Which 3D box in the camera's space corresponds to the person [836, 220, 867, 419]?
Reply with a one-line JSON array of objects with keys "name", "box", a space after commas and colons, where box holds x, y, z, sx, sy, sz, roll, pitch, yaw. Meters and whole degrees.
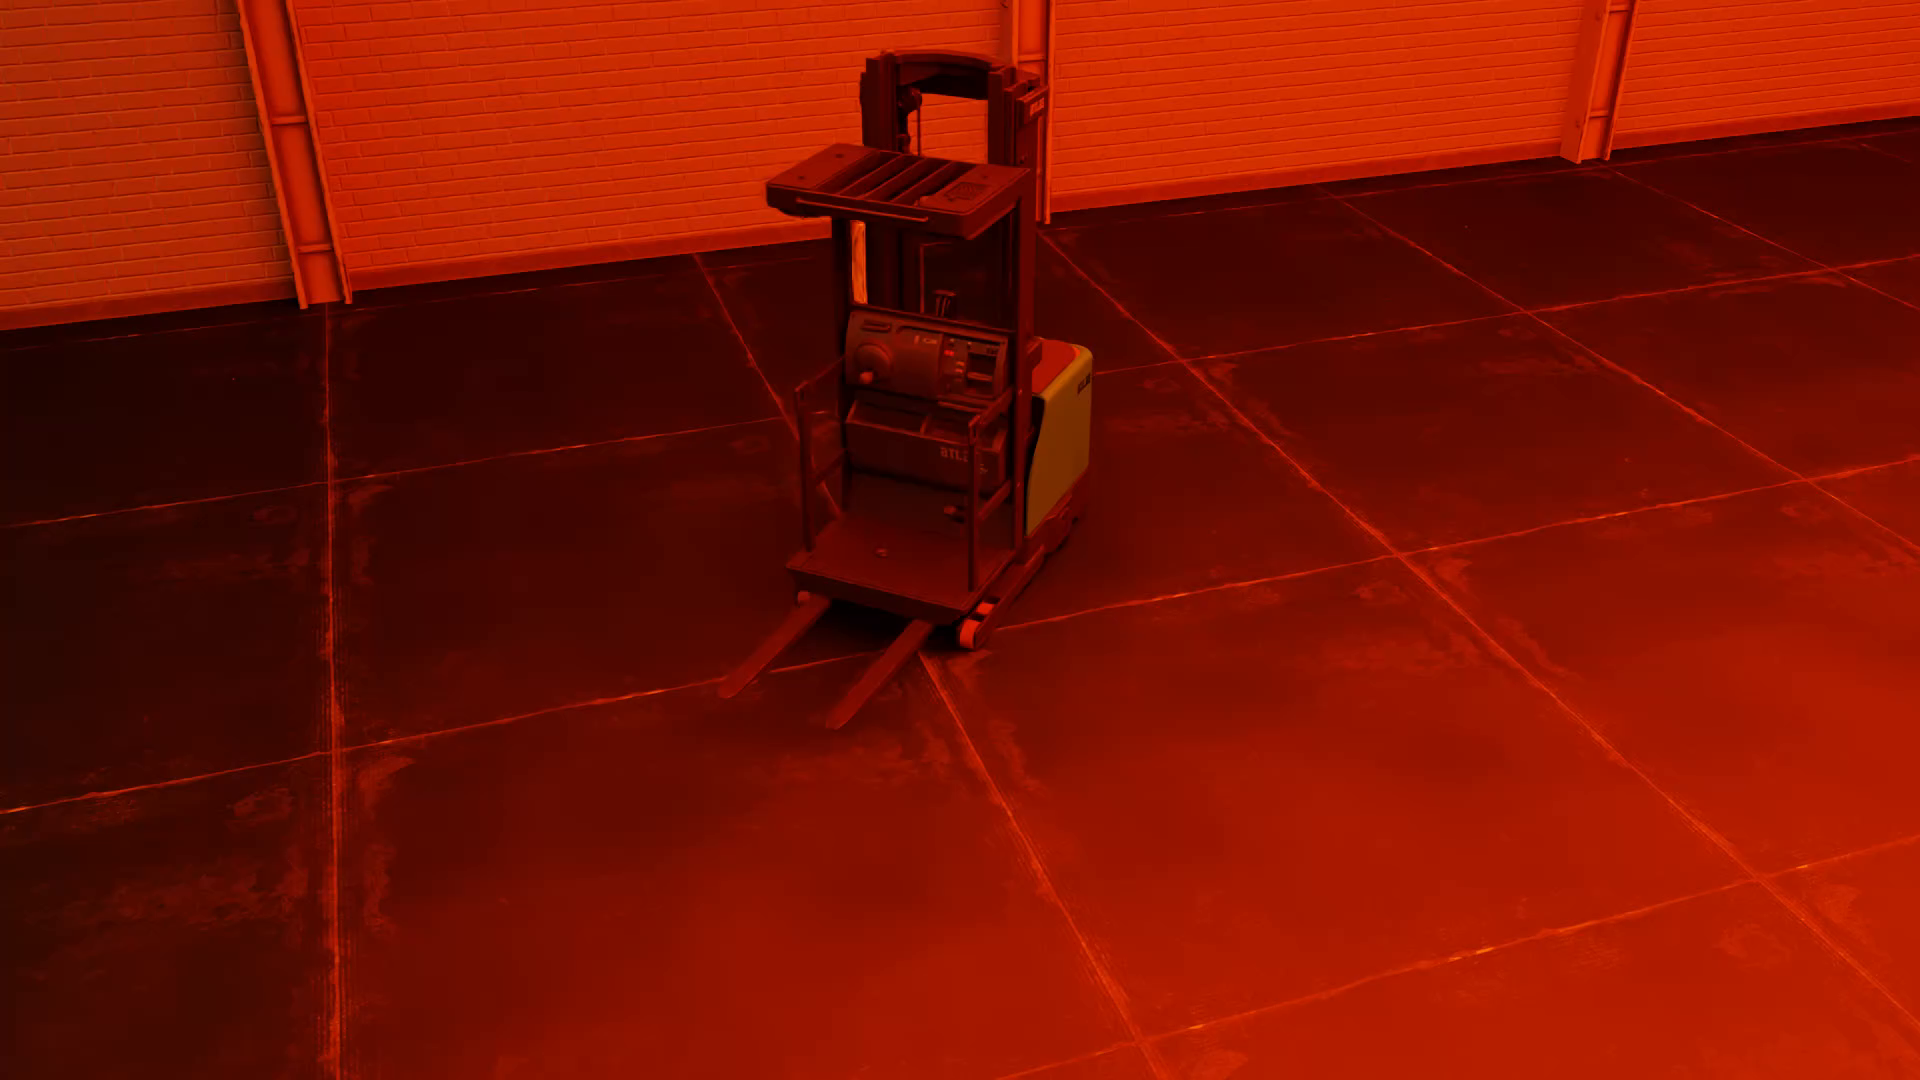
[{"name": "person", "box": [-0.604, -1.615, 11.168, 0.492, 1.743, 0.854, 2, 30, 3]}]

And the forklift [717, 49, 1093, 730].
[{"name": "forklift", "box": [-0.271, -0.920, 8.686, 1.130, 2.935, 3.031, 13, 32, 21]}]
